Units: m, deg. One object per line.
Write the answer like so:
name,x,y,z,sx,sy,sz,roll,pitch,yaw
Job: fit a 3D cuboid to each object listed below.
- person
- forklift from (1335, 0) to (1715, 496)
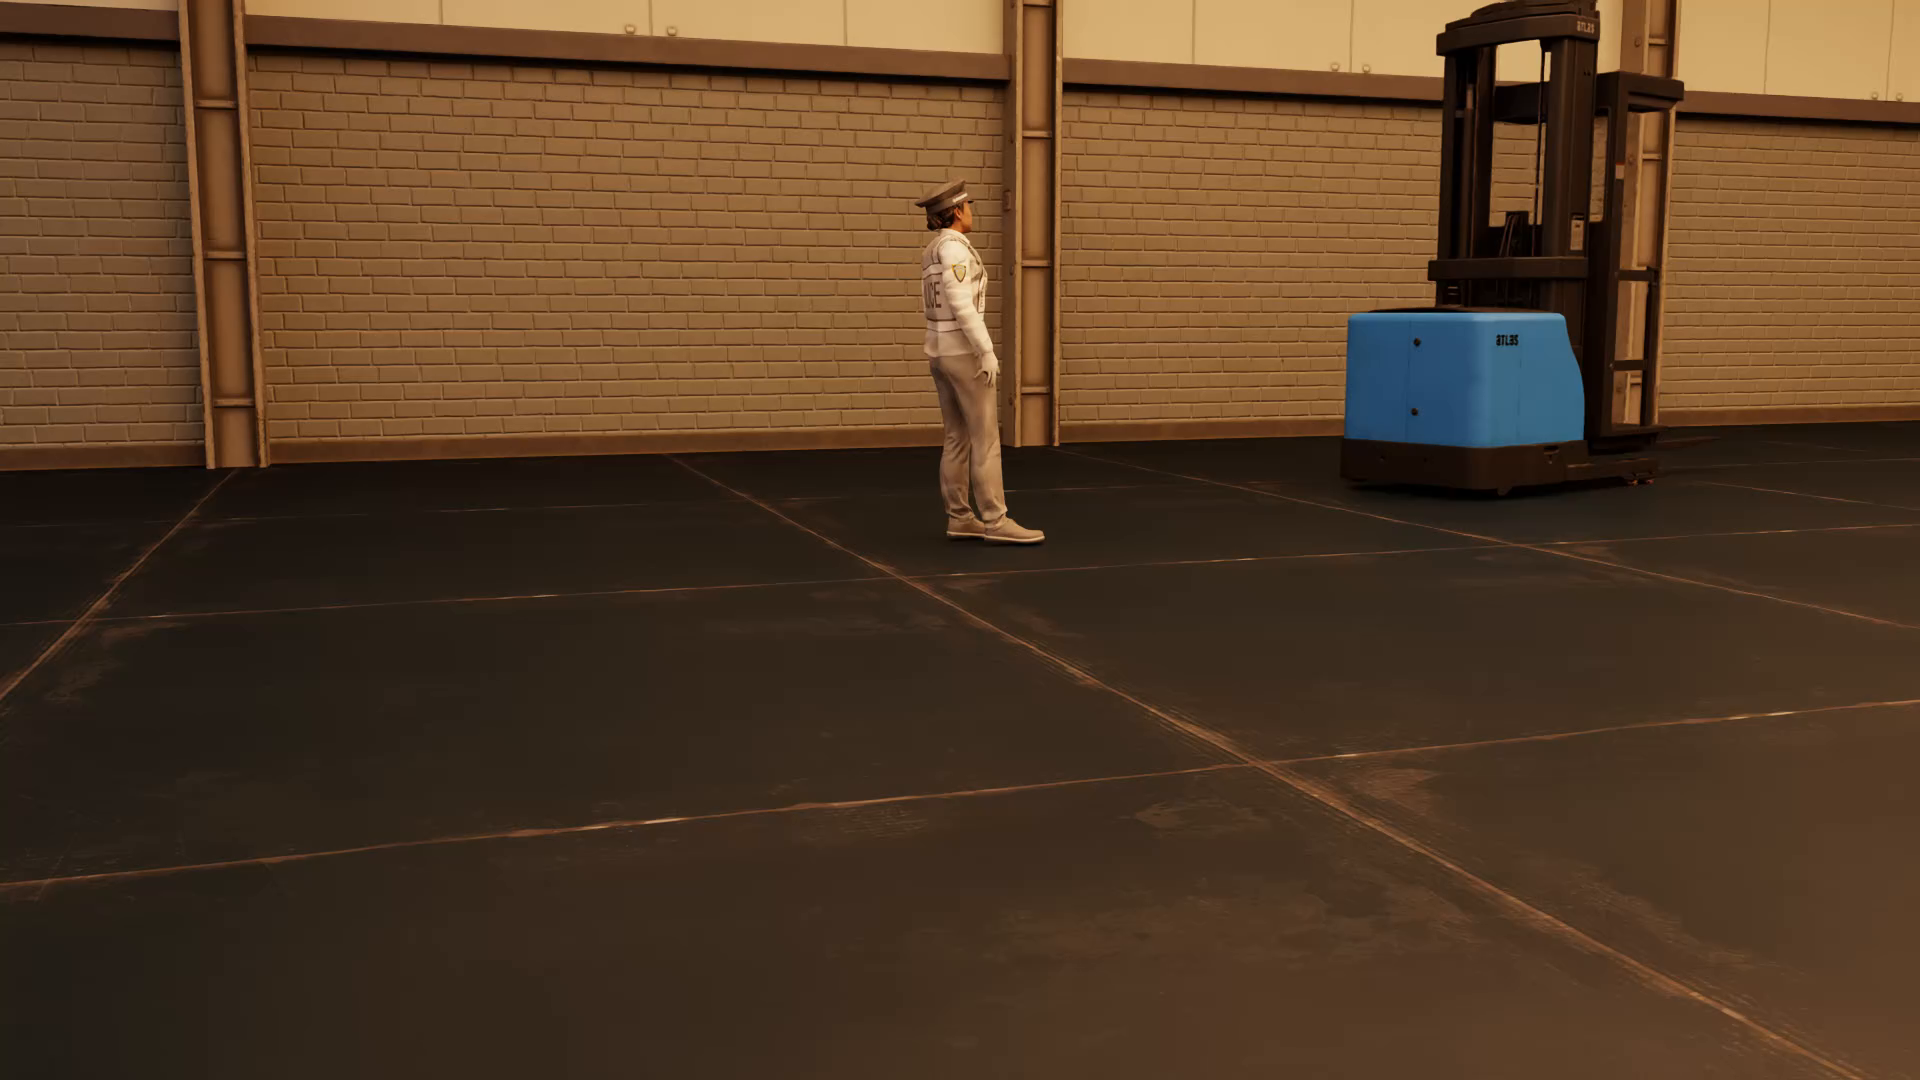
person,0.068,-0.849,7.824,0.530,1.694,0.586,-3,8,-18
forklift,3.779,-1.838,10.565,3.031,2.935,1.130,-6,10,-38
